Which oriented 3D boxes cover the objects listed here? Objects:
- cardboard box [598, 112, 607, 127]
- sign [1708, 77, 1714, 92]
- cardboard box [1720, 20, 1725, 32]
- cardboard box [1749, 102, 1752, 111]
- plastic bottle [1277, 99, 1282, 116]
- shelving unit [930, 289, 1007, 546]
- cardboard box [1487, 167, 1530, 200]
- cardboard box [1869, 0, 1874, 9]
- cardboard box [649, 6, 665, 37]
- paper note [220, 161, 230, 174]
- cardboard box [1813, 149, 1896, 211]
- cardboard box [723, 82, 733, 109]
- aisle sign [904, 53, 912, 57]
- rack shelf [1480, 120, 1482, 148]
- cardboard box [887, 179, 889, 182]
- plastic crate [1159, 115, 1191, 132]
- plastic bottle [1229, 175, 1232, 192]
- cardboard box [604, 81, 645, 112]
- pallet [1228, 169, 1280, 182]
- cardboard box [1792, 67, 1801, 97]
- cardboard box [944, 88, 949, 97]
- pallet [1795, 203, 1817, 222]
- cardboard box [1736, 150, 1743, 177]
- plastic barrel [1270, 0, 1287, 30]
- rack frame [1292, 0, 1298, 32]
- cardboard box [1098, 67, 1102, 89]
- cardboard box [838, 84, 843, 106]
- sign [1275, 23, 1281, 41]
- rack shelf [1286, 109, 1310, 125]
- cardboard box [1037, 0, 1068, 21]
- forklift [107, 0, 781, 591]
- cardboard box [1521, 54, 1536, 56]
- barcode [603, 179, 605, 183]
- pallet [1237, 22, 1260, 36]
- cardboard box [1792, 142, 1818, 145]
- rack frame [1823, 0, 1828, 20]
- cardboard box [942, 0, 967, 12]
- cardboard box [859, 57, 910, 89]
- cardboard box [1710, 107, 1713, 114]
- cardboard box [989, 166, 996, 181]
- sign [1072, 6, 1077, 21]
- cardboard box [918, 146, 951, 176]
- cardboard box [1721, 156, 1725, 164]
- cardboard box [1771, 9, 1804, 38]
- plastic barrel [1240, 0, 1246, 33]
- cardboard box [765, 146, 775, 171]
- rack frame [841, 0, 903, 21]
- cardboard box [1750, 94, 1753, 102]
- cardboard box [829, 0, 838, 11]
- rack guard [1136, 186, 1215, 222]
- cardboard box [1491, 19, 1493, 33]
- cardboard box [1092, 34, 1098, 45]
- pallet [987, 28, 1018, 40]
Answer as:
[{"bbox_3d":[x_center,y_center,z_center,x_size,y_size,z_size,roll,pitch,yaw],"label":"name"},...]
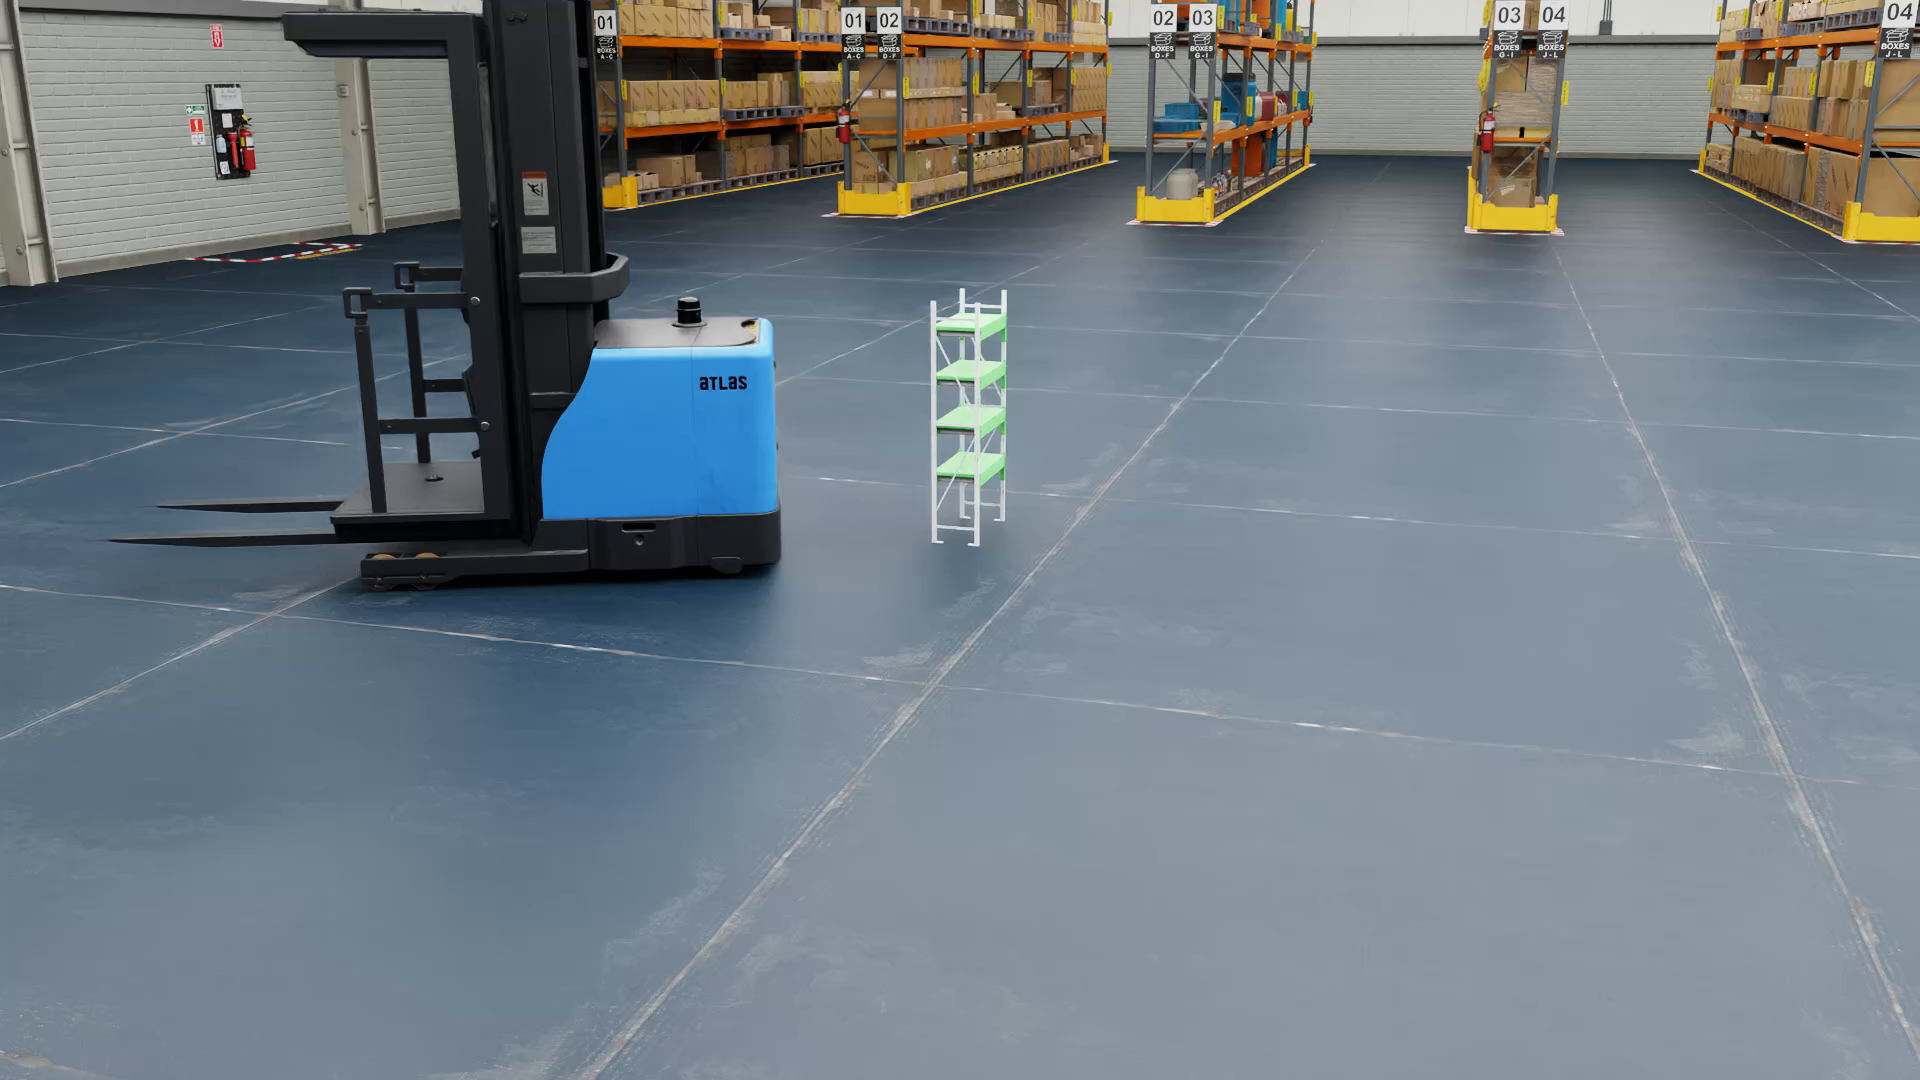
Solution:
[{"bbox_3d":[-6.192,-7.229,28.556,0.500,0.250,0.500,5,17,17],"label":"cardboard box"},{"bbox_3d":[16.861,-10.235,37.331,0.100,0.325,0.005,5,16,16],"label":"sign"},{"bbox_3d":[17.005,-11.291,36.501,0.500,0.250,0.500,5,17,17],"label":"cardboard box"},{"bbox_3d":[15.027,-8.127,31.174,0.380,0.149,0.250,4,16,15],"label":"cardboard box"},{"bbox_3d":[6.770,-9.187,35.314,0.144,0.351,0.185,5,16,16],"label":"plastic bottle"},{"bbox_3d":[0.047,-0.621,8.318,0.258,1.200,0.503,5,16,16],"label":"shelving unit"},{"bbox_3d":[8.937,-5.796,27.077,0.500,0.500,0.500,11,19,33],"label":"cardboard box"},{"bbox_3d":[12.677,-7.342,22.728,0.380,0.149,0.250,5,17,16],"label":"cardboard box"},{"bbox_3d":[-5.474,-8.997,28.835,0.500,0.500,0.500,5,17,18],"label":"cardboard box"},{"bbox_3d":[-9.330,-4.726,21.109,0.016,0.148,0.142,5,16,16],"label":"paper note"},{"bbox_3d":[13.473,-5.422,25.071,0.875,0.875,0.875,5,17,16],"label":"cardboard box"},{"bbox_3d":[-4.825,-8.591,32.131,0.700,0.500,0.500,5,16,16],"label":"cardboard box"},{"bbox_3d":[-1.284,-12.586,42.442,0.394,0.787,0.004,5,16,16],"label":"aisle sign"},{"bbox_3d":[9.813,-7.225,29.624,1.077,0.370,4.000,5,16,16],"label":"rack shelf"},{"bbox_3d":[-1.389,-5.945,28.061,0.500,0.250,0.500,5,16,16],"label":"cardboard box"},{"bbox_3d":[3.405,-6.638,26.507,0.499,0.251,0.408,5,16,16],"label":"plastic crate"},{"bbox_3d":[4.676,-6.186,28.812,0.061,0.283,0.133,5,17,19],"label":"plastic bottle"},{"bbox_3d":[-5.715,-7.554,28.328,0.500,0.500,0.500,5,16,16],"label":"cardboard box"},{"bbox_3d":[6.165,-7.665,34.966,1.003,0.211,1.213,5,16,16],"label":"pallet"},{"bbox_3d":[14.685,-7.829,28.420,0.700,0.500,0.500,4,16,15],"label":"cardboard box"},{"bbox_3d":[-0.415,-7.824,29.044,0.380,0.149,0.250,5,16,16],"label":"cardboard box"},{"bbox_3d":[13.680,-5.103,25.933,1.003,0.211,1.213,5,16,16],"label":"pallet"},{"bbox_3d":[15.632,-7.418,32.797,0.500,0.500,0.500,5,17,18],"label":"cardboard box"},{"bbox_3d":[6.431,-10.953,34.263,0.600,0.901,0.708,5,16,16],"label":"plastic barrel"},{"bbox_3d":[6.770,-12.411,35.596,1.000,3.000,0.127,5,16,16],"label":"rack frame"},{"bbox_3d":[3.153,-11.216,40.360,0.500,0.500,0.500,5,17,17],"label":"cardboard box"},{"bbox_3d":[-2.905,-10.089,37.637,0.500,0.500,0.500,5,16,16],"label":"cardboard box"},{"bbox_3d":[6.162,-9.831,32.186,0.100,0.325,0.005,5,16,16],"label":"sign"},{"bbox_3d":[7.338,-9.702,38.358,1.077,0.370,4.000,5,16,16],"label":"rack shelf"},{"bbox_3d":[2.123,-12.013,37.672,0.700,0.500,0.500,5,16,16],"label":"cardboard box"},{"bbox_3d":[-2.388,-1.330,7.648,3.031,2.935,1.130,-2,16,-6],"label":"forklift"},{"bbox_3d":[9.605,-7.736,28.237,1.000,1.000,1.000,5,17,16],"label":"cardboard box"},{"bbox_3d":[-6.235,-6.286,29.100,0.001,0.075,0.075,5,16,16],"label":"barcode"},{"bbox_3d":[4.385,-8.588,27.960,1.213,0.211,1.003,5,16,16],"label":"pallet"},{"bbox_3d":[15.536,-7.205,30.673,0.500,0.250,0.500,4,16,13],"label":"cardboard box"},{"bbox_3d":[13.972,-9.523,25.413,1.000,3.000,0.127,5,16,16],"label":"rack frame"},{"bbox_3d":[-0.039,-9.909,30.403,0.500,0.500,0.500,5,17,17],"label":"cardboard box"},{"bbox_3d":[-1.229,-7.578,26.989,0.700,0.500,0.500,5,16,16],"label":"cardboard box"},{"bbox_3d":[16.975,-9.596,37.126,0.380,0.149,0.250,4,16,15],"label":"cardboard box"},{"bbox_3d":[0.391,-7.052,31.965,0.500,0.250,0.500,4,16,14],"label":"cardboard box"},{"bbox_3d":[2.555,-11.750,37.090,0.100,0.325,0.005,5,16,16],"label":"sign"},{"bbox_3d":[-0.466,-6.658,29.201,0.500,0.500,0.500,5,16,16],"label":"cardboard box"},{"bbox_3d":[16.154,-7.954,34.785,0.380,0.149,0.250,4,16,14],"label":"cardboard box"},{"bbox_3d":[15.027,-9.344,30.095,0.500,0.500,0.500,5,16,16],"label":"cardboard box"},{"bbox_3d":[5.005,-9.759,30.956,0.600,0.830,0.708,5,16,16],"label":"plastic barrel"},{"bbox_3d":[-4.278,-7.938,34.593,0.700,0.500,0.500,5,16,16],"label":"cardboard box"},{"bbox_3d":[-1.389,-9.657,25.885,1.000,3.000,0.127,5,16,16],"label":"rack frame"},{"bbox_3d":[15.030,-8.277,31.159,0.380,0.149,0.250,5,16,16],"label":"cardboard box"},{"bbox_3d":[-3.105,-12.137,37.762,0.500,0.250,0.500,6,17,20],"label":"cardboard box"},{"bbox_3d":[3.336,-5.207,25.770,1.175,0.500,0.348,5,16,16],"label":"rack guard"},{"bbox_3d":[8.432,-7.915,25.514,0.500,0.250,0.500,4,16,15],"label":"cardboard box"},{"bbox_3d":[2.983,-11.911,39.604,0.500,0.250,0.500,5,16,16],"label":"cardboard box"},{"bbox_3d":[0.463,-9.739,32.016,1.003,0.211,1.213,5,17,18],"label":"pallet"}]
